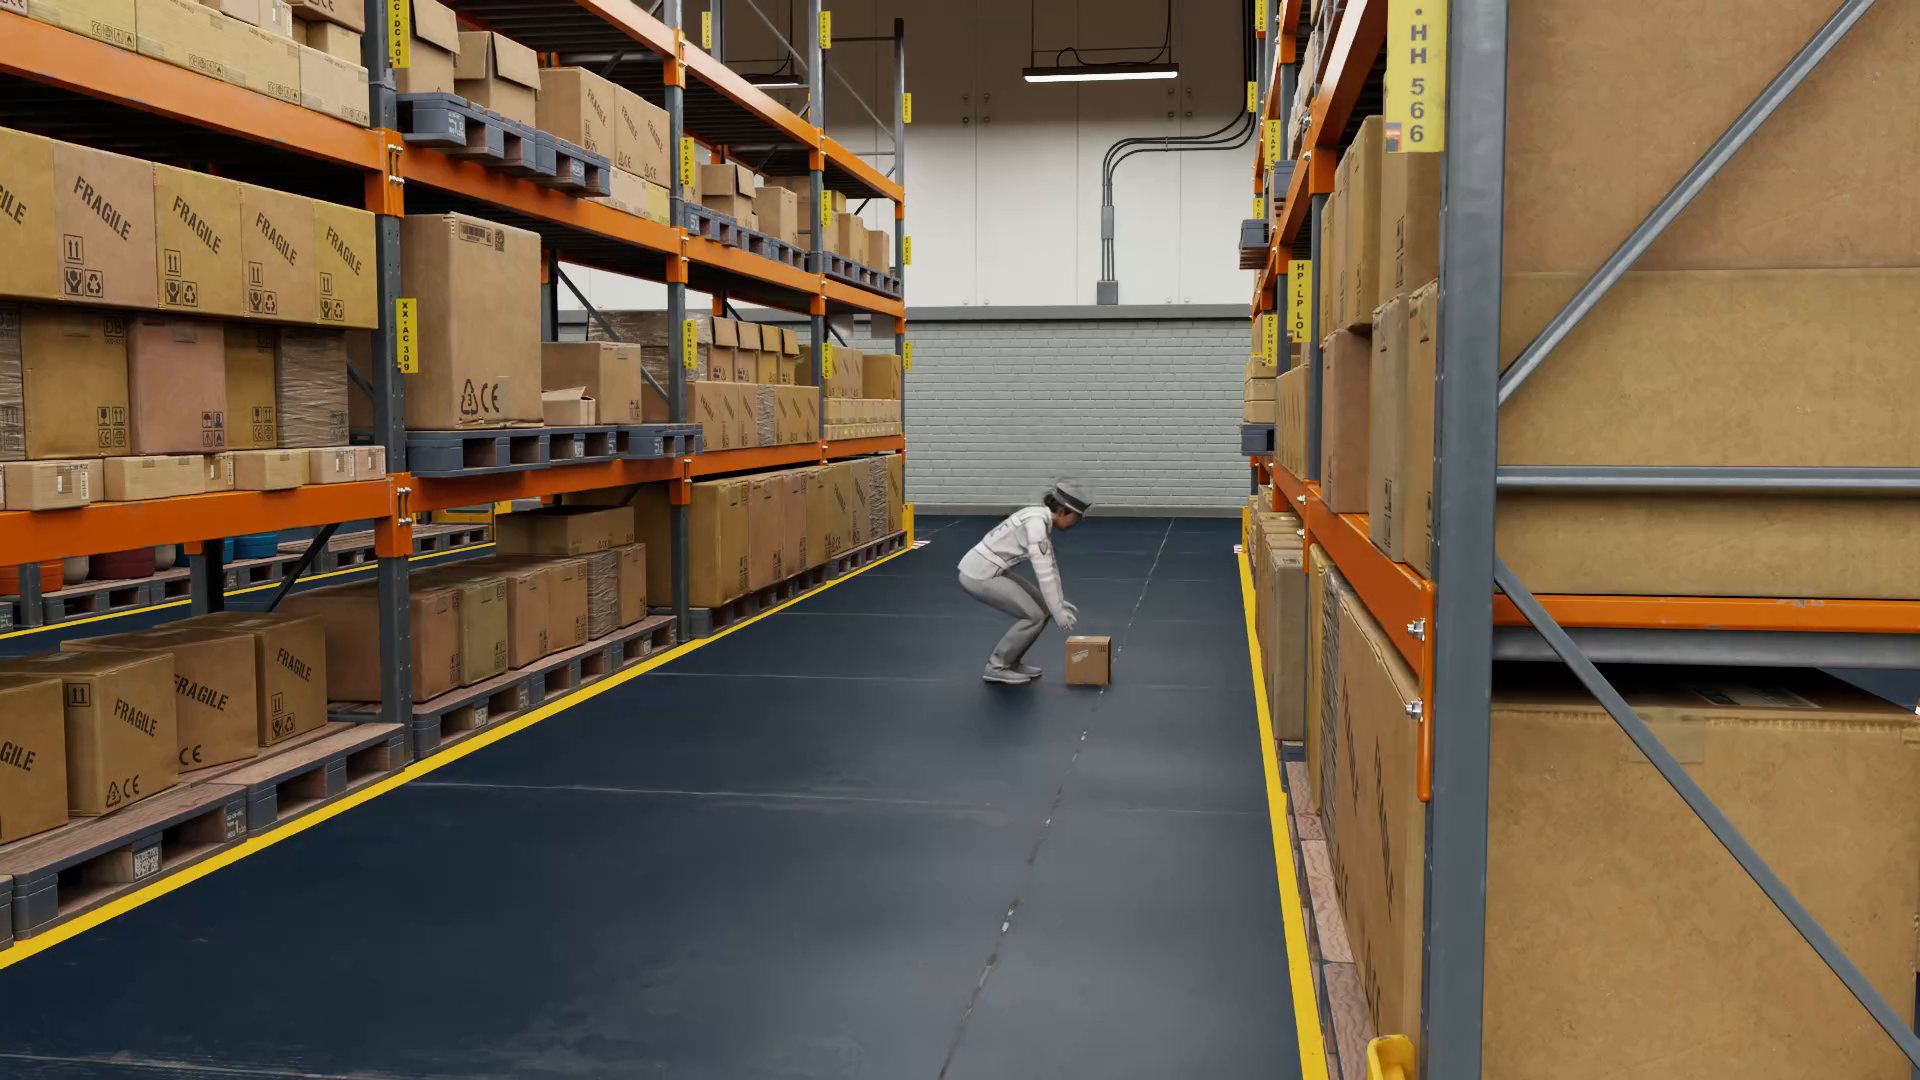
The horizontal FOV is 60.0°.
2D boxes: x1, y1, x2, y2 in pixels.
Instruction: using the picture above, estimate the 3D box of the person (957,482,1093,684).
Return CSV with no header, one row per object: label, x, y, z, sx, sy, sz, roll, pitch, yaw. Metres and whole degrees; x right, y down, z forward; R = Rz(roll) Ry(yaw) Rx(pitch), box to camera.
person,0.391,0.248,9.893,0.796,1.177,0.522,1,5,9
